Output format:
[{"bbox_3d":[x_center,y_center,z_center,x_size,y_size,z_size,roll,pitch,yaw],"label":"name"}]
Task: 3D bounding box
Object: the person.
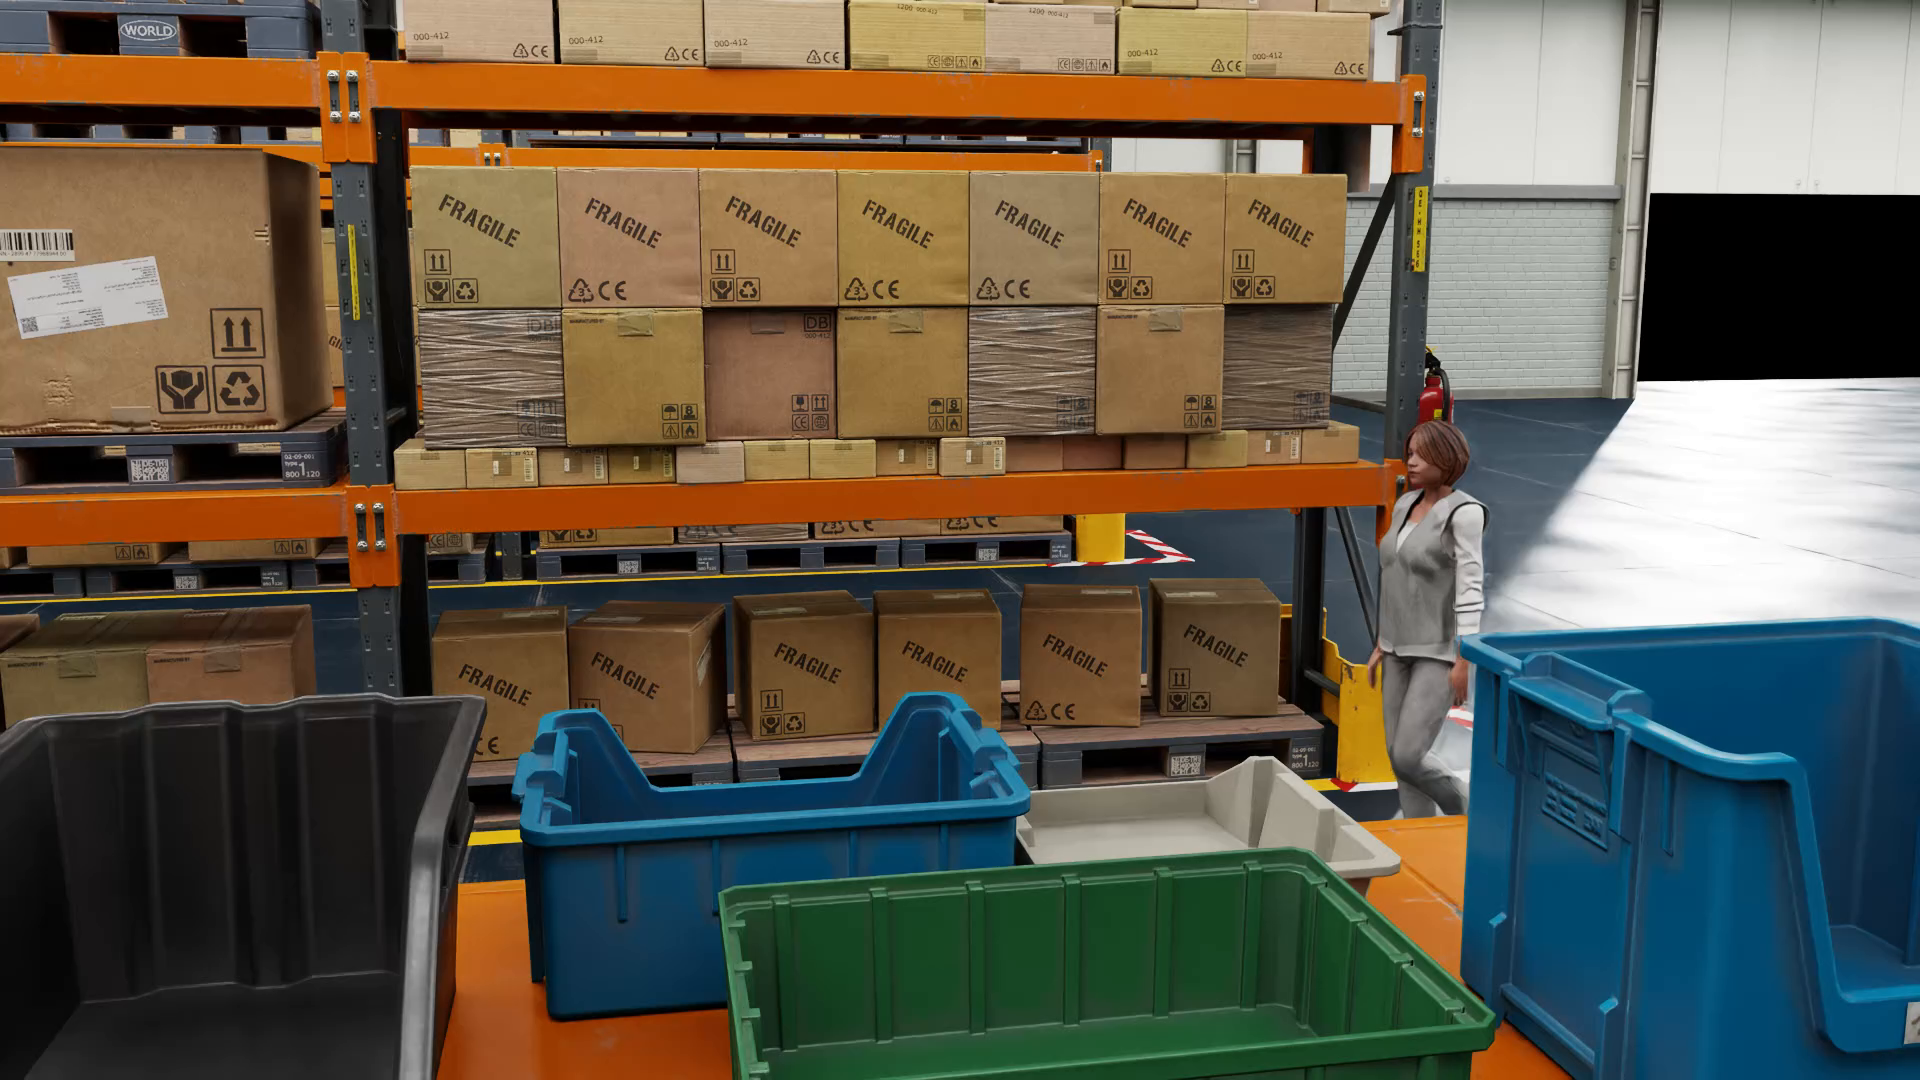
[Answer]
[{"bbox_3d":[1.492,0.398,5.519,0.398,1.592,0.410,-3,10,-17],"label":"person"}]
